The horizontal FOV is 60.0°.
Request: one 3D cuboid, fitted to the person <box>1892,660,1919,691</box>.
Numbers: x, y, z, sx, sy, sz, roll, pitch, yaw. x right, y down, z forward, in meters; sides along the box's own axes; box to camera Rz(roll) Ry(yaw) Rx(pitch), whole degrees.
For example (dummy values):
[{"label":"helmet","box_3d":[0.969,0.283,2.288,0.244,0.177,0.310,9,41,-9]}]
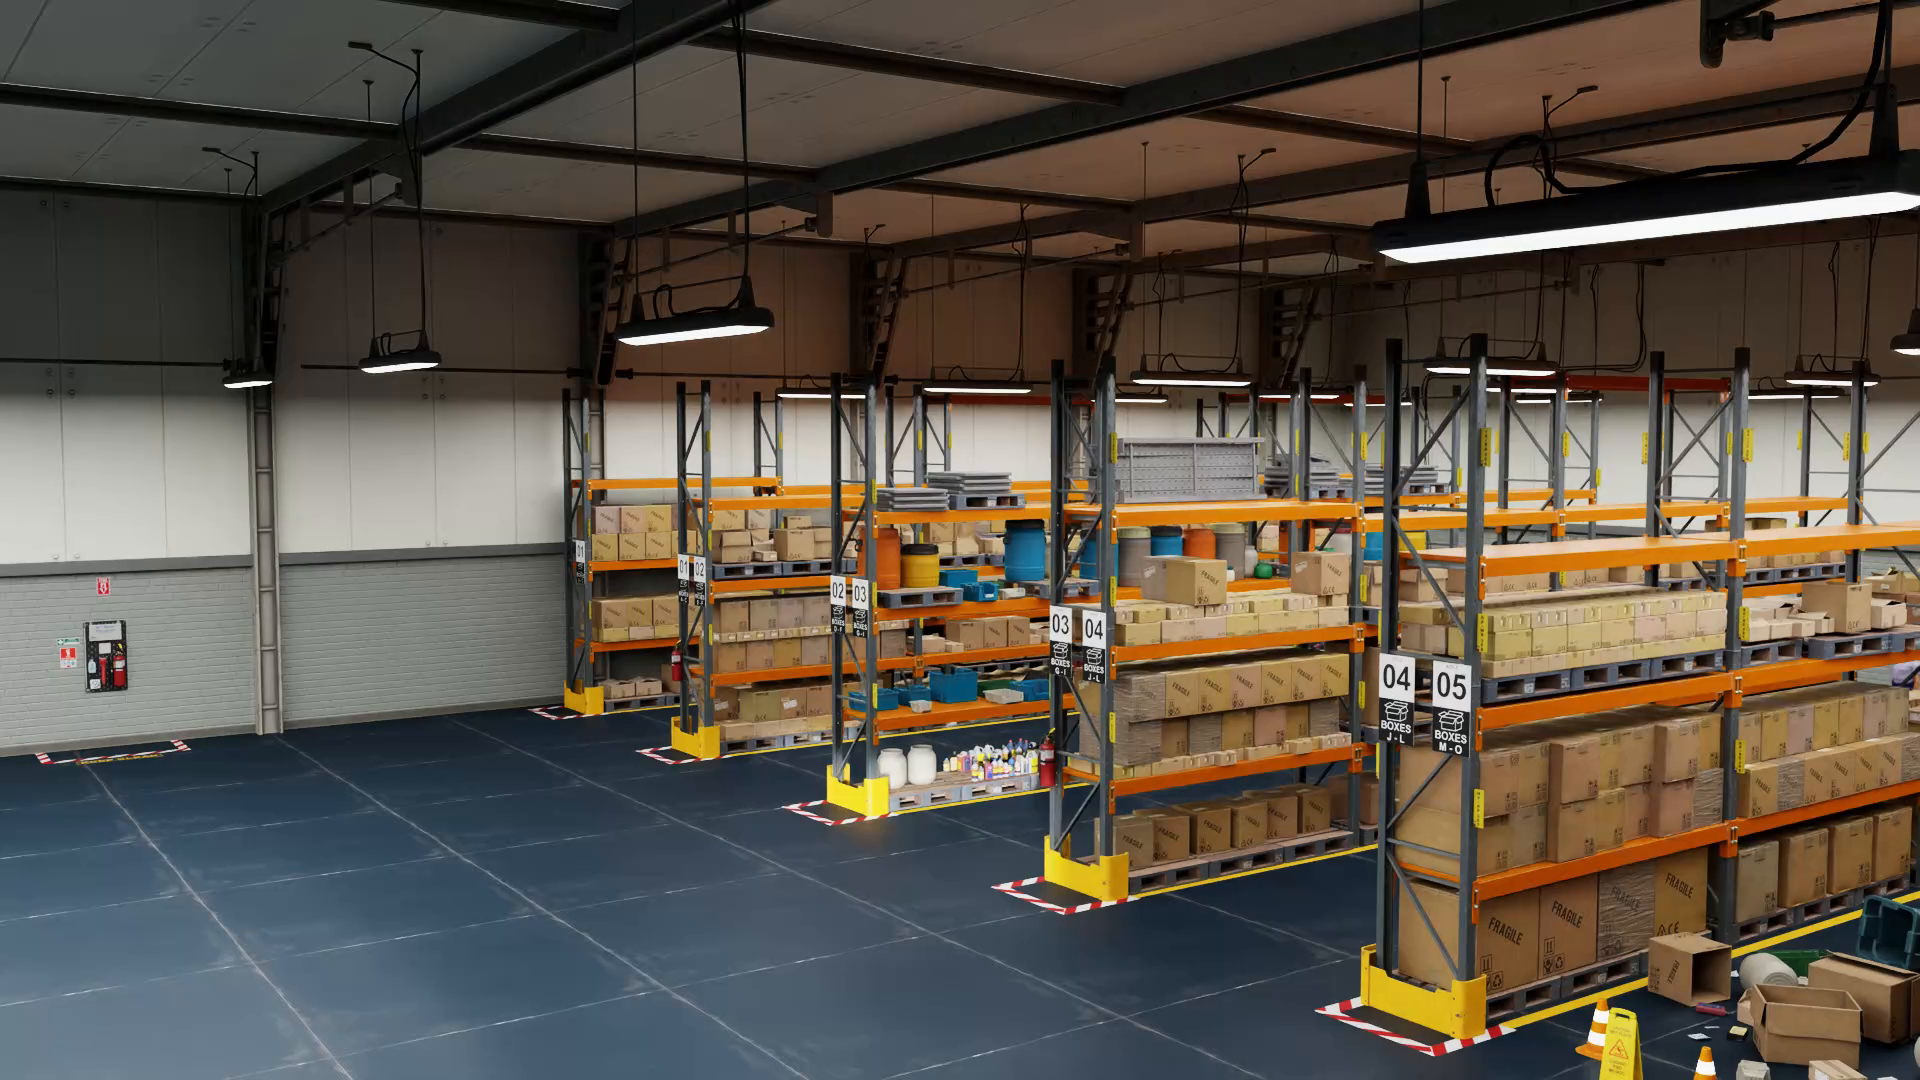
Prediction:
[{"label":"person","box_3d":[15.861,2.567,27.914,0.511,1.667,0.510,-2,4,-26]}]
